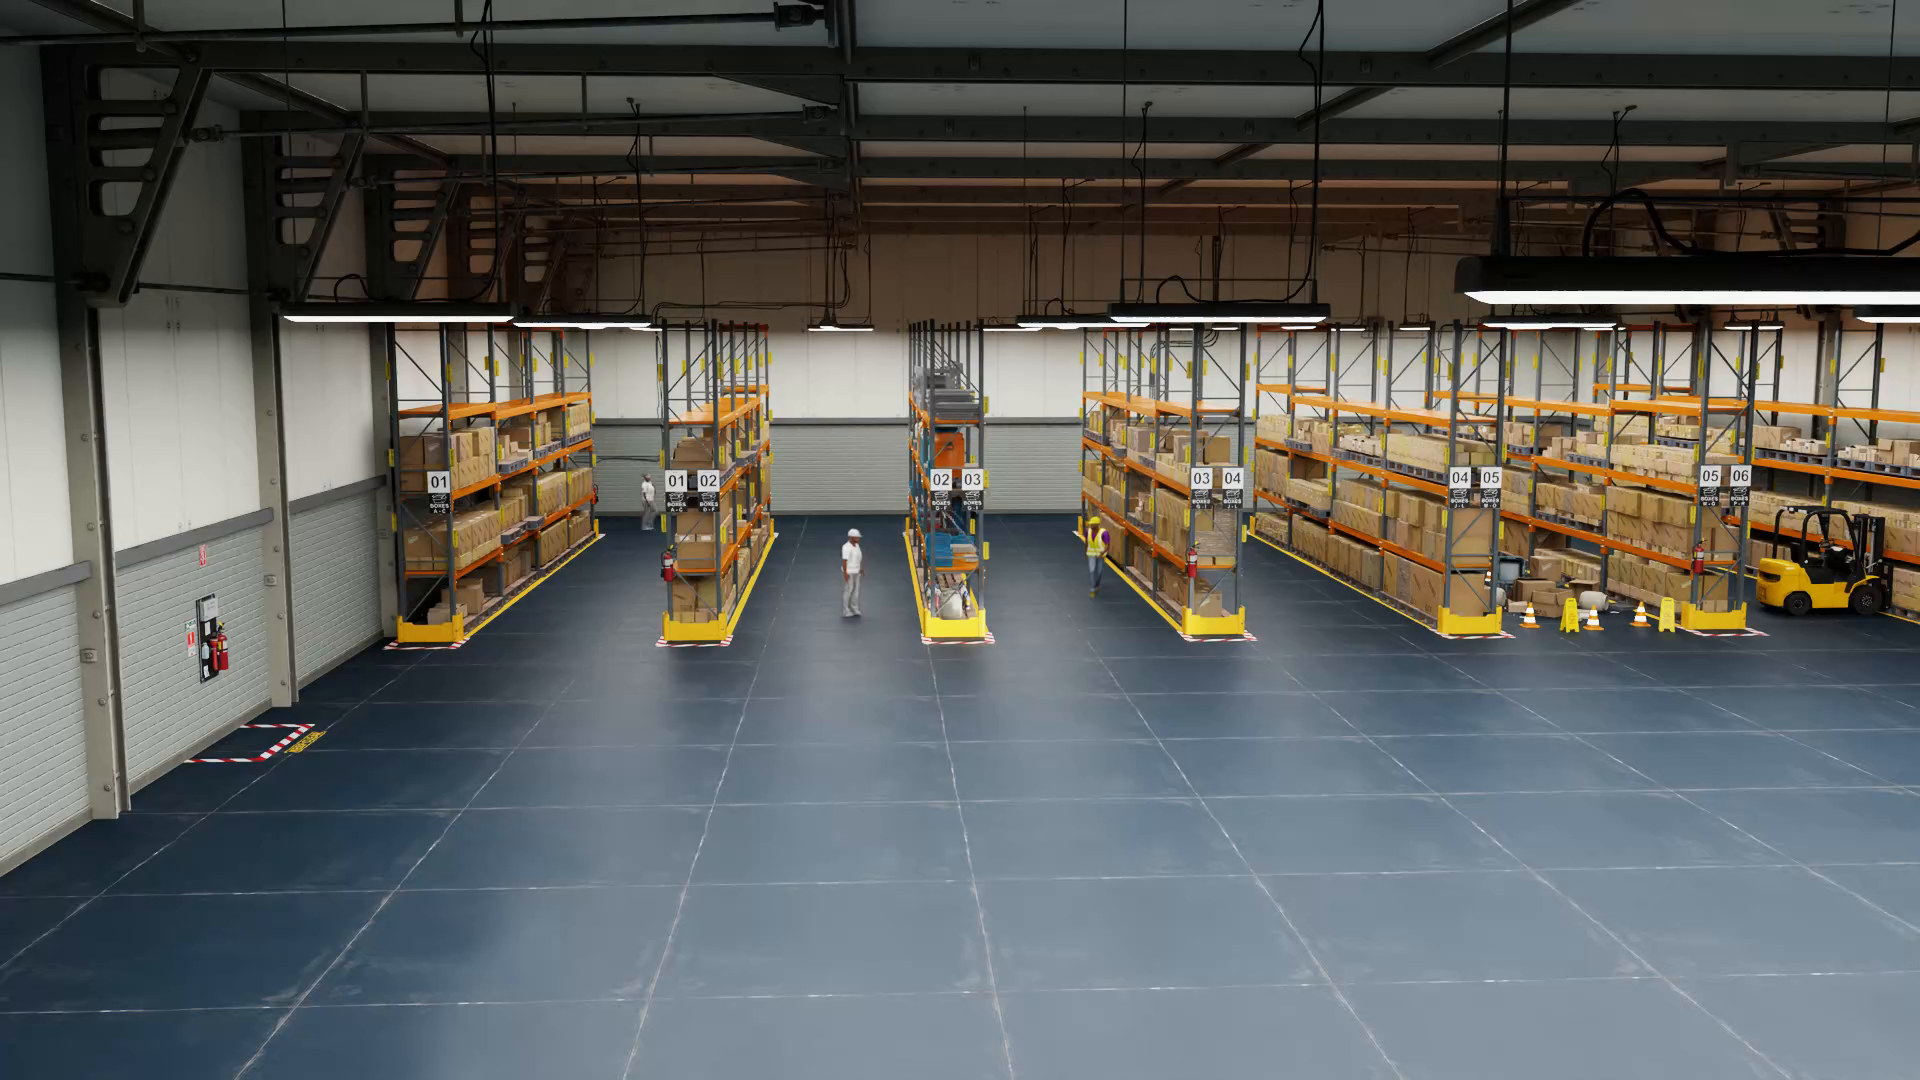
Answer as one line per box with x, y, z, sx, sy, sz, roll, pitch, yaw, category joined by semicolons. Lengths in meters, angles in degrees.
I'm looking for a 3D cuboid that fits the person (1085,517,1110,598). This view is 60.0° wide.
3.036;0.364;36.645;0.509;1.765;0.953;0;7;0;person

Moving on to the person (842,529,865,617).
-2.195;0.659;33.934;0.420;1.781;0.602;3;8;24;person

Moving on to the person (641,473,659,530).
-9.087;-1.114;48.631;0.497;1.702;0.476;1;7;9;person
